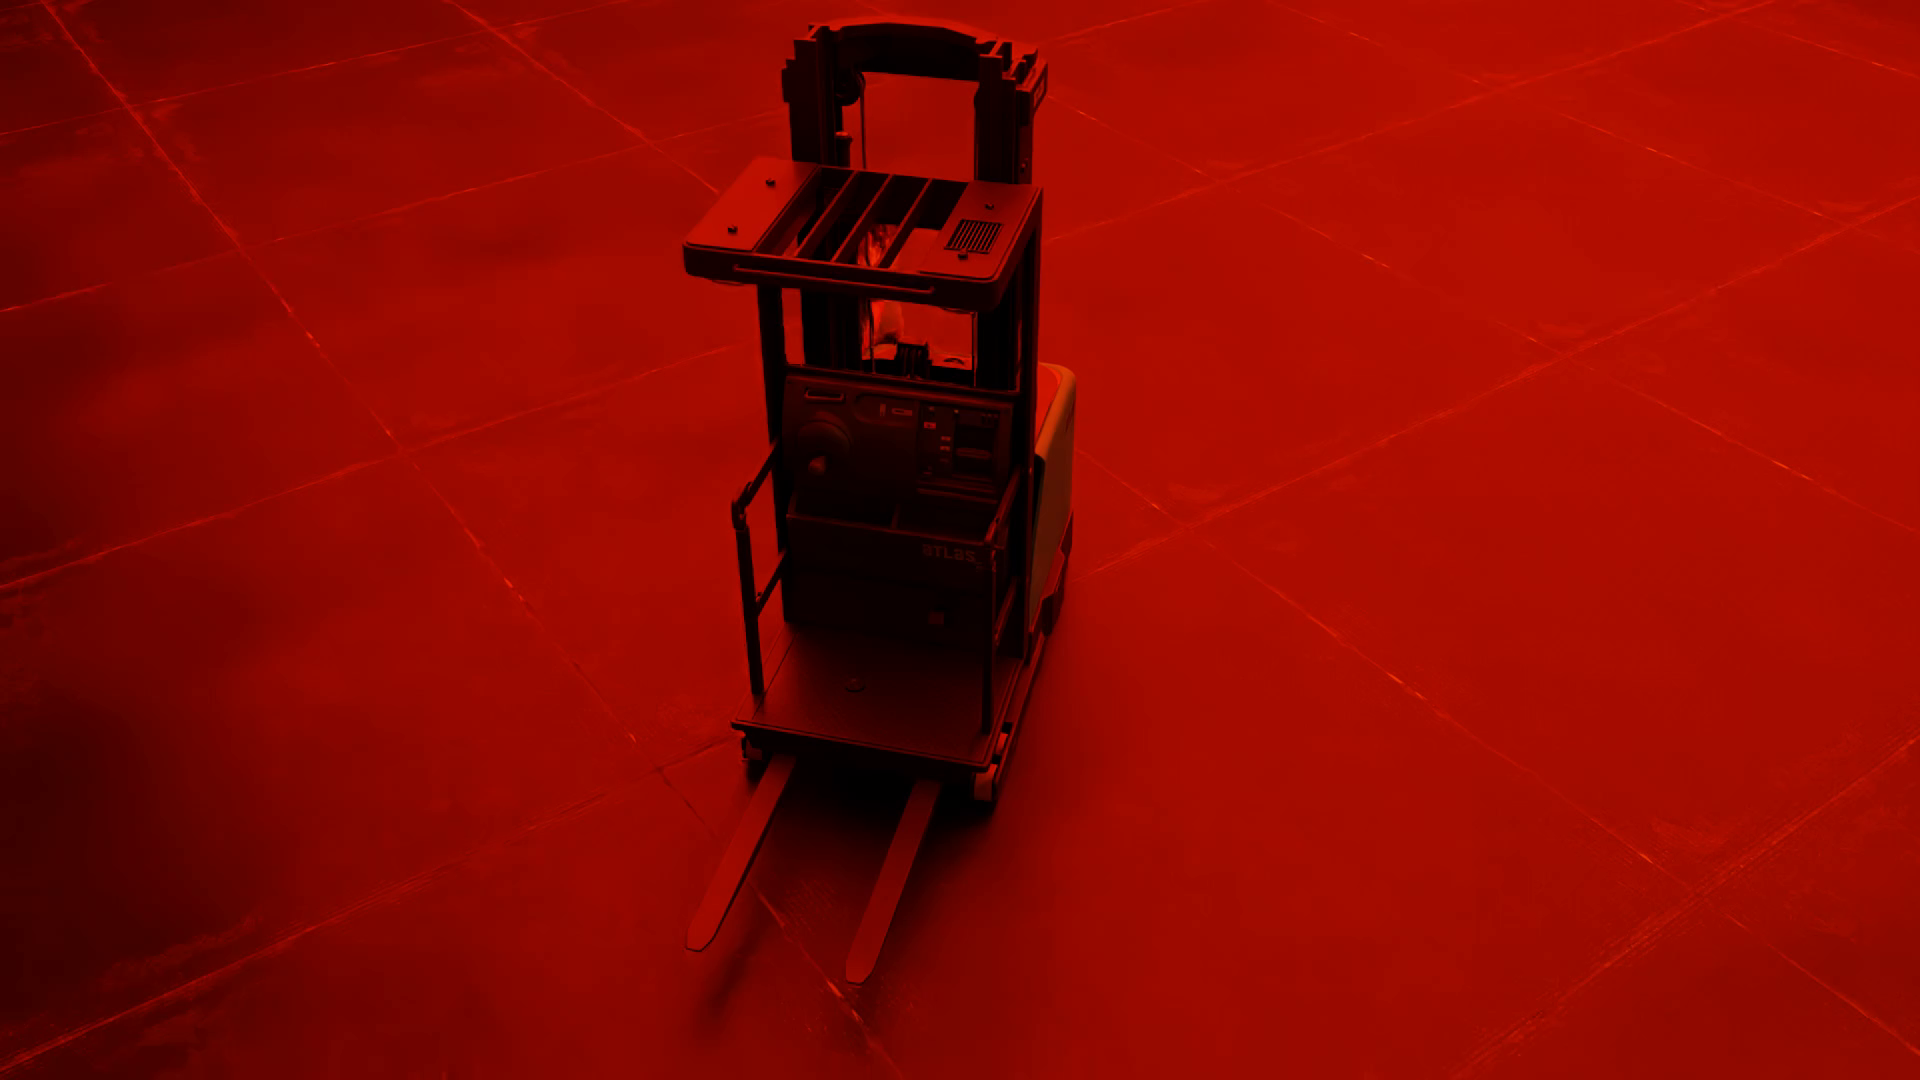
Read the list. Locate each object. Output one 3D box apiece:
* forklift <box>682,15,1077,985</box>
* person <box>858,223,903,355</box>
[{"bbox_3d":[-0.303,-0.342,6.407,1.130,2.935,3.031,9,37,11],"label":"forklift"},{"bbox_3d":[-0.542,-1.116,8.783,0.943,1.448,0.652,31,46,35],"label":"person"}]
